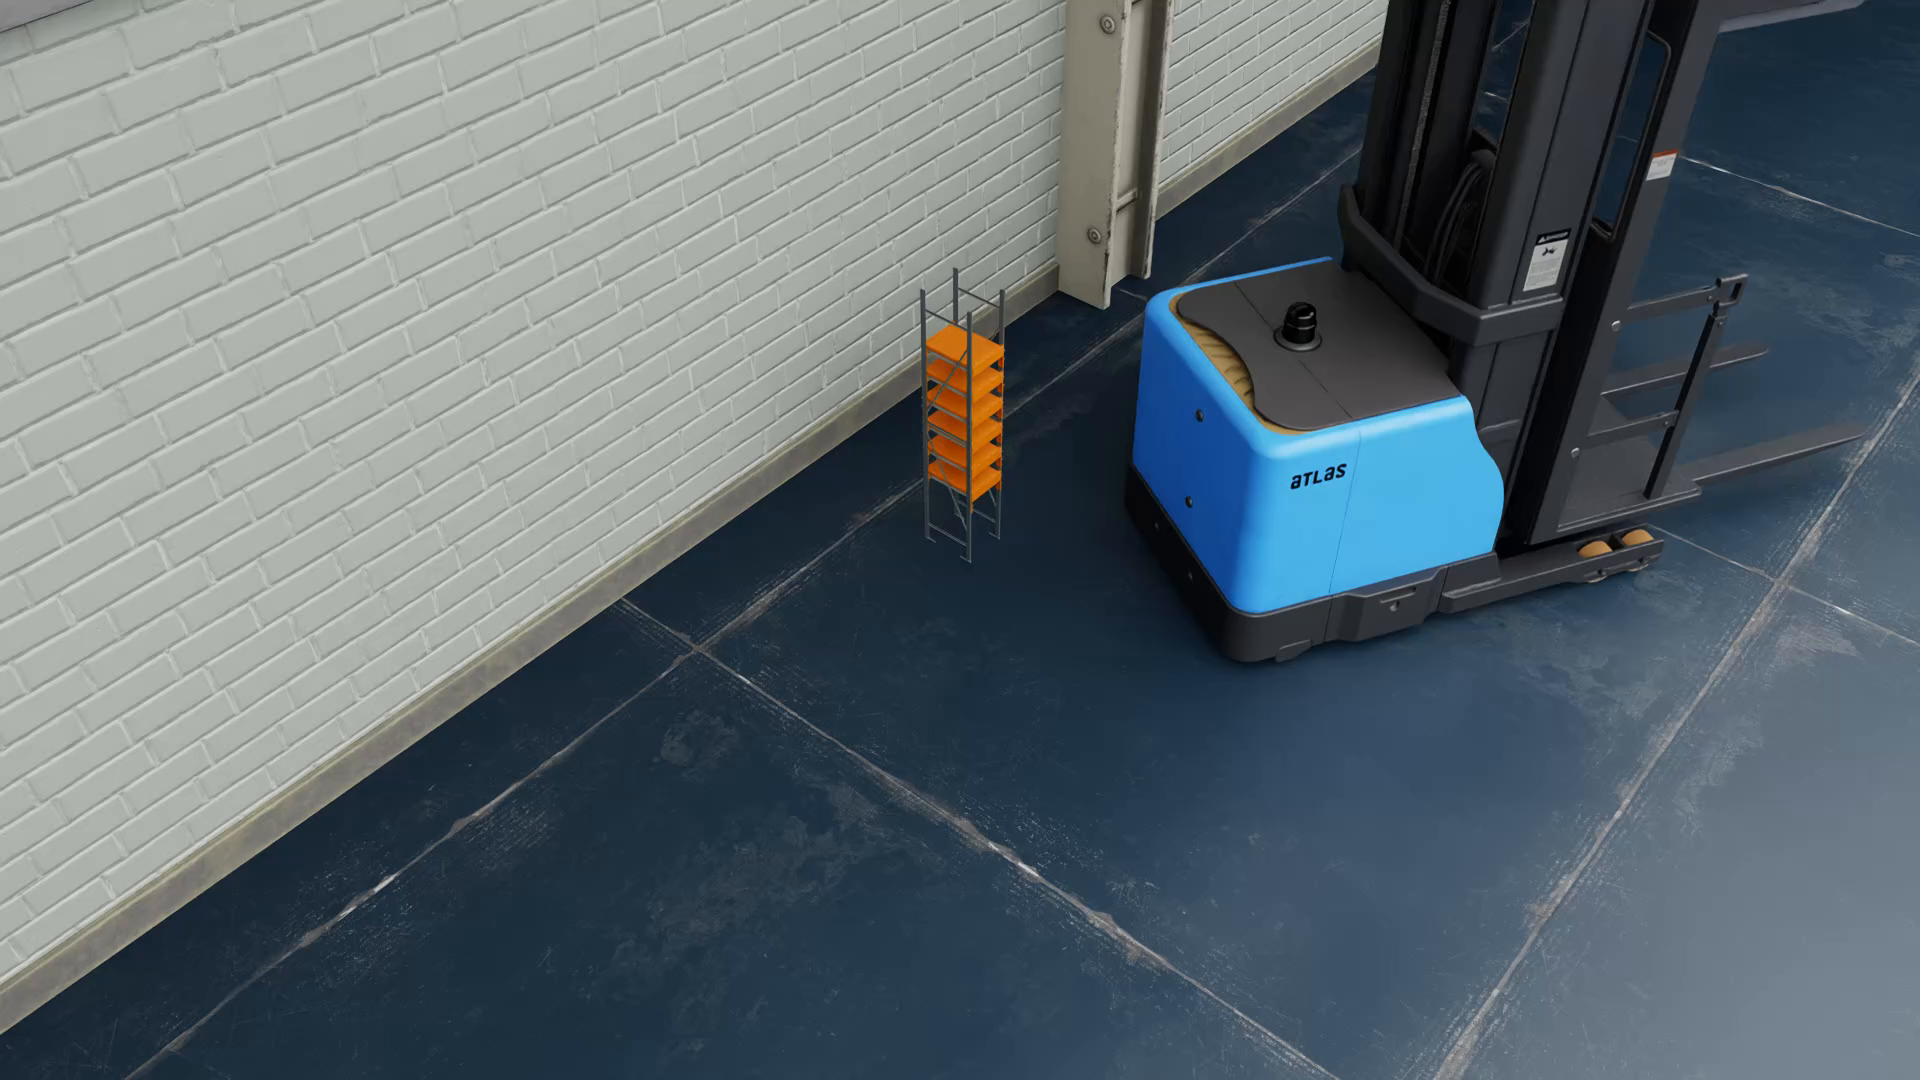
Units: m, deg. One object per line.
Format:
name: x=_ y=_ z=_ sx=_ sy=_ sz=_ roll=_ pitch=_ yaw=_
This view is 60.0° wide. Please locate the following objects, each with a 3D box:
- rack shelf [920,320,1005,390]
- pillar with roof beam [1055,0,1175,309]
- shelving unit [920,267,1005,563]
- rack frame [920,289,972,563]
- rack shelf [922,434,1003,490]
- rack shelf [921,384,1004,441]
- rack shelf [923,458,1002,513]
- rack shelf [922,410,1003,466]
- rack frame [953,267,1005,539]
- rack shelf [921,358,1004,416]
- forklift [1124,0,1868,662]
rack shelf: x=0.009 y=-0.685 z=6.142 sx=0.258 sy=0.103 sz=0.180 roll=29 pitch=50 yaw=28
pillar with roof beam: x=3.991 y=-2.735 z=3.069 sx=9.100 sy=9.000 sz=0.400 roll=29 pitch=50 yaw=28
shelving unit: x=0.009 y=-0.451 z=6.355 sx=0.258 sy=1.200 sz=0.189 roll=29 pitch=50 yaw=28
rack frame: x=-0.050 y=-0.404 z=6.303 sx=0.240 sy=1.200 sz=0.006 roll=29 pitch=50 yaw=28
rack shelf: x=0.009 y=-0.330 z=6.465 sx=0.258 sy=0.103 sz=0.180 roll=29 pitch=50 yaw=28
rack shelf: x=0.009 y=-0.507 z=6.304 sx=0.258 sy=0.103 sz=0.180 roll=29 pitch=50 yaw=28
rack shelf: x=0.009 y=-0.241 z=6.546 sx=0.258 sy=0.103 sz=0.180 roll=29 pitch=50 yaw=28
rack shelf: x=0.009 y=-0.419 z=6.384 sx=0.258 sy=0.103 sz=0.180 roll=29 pitch=50 yaw=28
rack frame: x=0.068 y=-0.498 z=6.406 sx=0.240 sy=1.200 sz=0.006 roll=29 pitch=50 yaw=28
rack shelf: x=0.009 y=-0.596 z=6.223 sx=0.258 sy=0.103 sz=0.180 roll=29 pitch=50 yaw=28
forklift: x=2.246 y=-1.237 z=5.932 sx=3.031 sy=2.935 sz=1.130 roll=-14 pitch=44 yaw=-15
